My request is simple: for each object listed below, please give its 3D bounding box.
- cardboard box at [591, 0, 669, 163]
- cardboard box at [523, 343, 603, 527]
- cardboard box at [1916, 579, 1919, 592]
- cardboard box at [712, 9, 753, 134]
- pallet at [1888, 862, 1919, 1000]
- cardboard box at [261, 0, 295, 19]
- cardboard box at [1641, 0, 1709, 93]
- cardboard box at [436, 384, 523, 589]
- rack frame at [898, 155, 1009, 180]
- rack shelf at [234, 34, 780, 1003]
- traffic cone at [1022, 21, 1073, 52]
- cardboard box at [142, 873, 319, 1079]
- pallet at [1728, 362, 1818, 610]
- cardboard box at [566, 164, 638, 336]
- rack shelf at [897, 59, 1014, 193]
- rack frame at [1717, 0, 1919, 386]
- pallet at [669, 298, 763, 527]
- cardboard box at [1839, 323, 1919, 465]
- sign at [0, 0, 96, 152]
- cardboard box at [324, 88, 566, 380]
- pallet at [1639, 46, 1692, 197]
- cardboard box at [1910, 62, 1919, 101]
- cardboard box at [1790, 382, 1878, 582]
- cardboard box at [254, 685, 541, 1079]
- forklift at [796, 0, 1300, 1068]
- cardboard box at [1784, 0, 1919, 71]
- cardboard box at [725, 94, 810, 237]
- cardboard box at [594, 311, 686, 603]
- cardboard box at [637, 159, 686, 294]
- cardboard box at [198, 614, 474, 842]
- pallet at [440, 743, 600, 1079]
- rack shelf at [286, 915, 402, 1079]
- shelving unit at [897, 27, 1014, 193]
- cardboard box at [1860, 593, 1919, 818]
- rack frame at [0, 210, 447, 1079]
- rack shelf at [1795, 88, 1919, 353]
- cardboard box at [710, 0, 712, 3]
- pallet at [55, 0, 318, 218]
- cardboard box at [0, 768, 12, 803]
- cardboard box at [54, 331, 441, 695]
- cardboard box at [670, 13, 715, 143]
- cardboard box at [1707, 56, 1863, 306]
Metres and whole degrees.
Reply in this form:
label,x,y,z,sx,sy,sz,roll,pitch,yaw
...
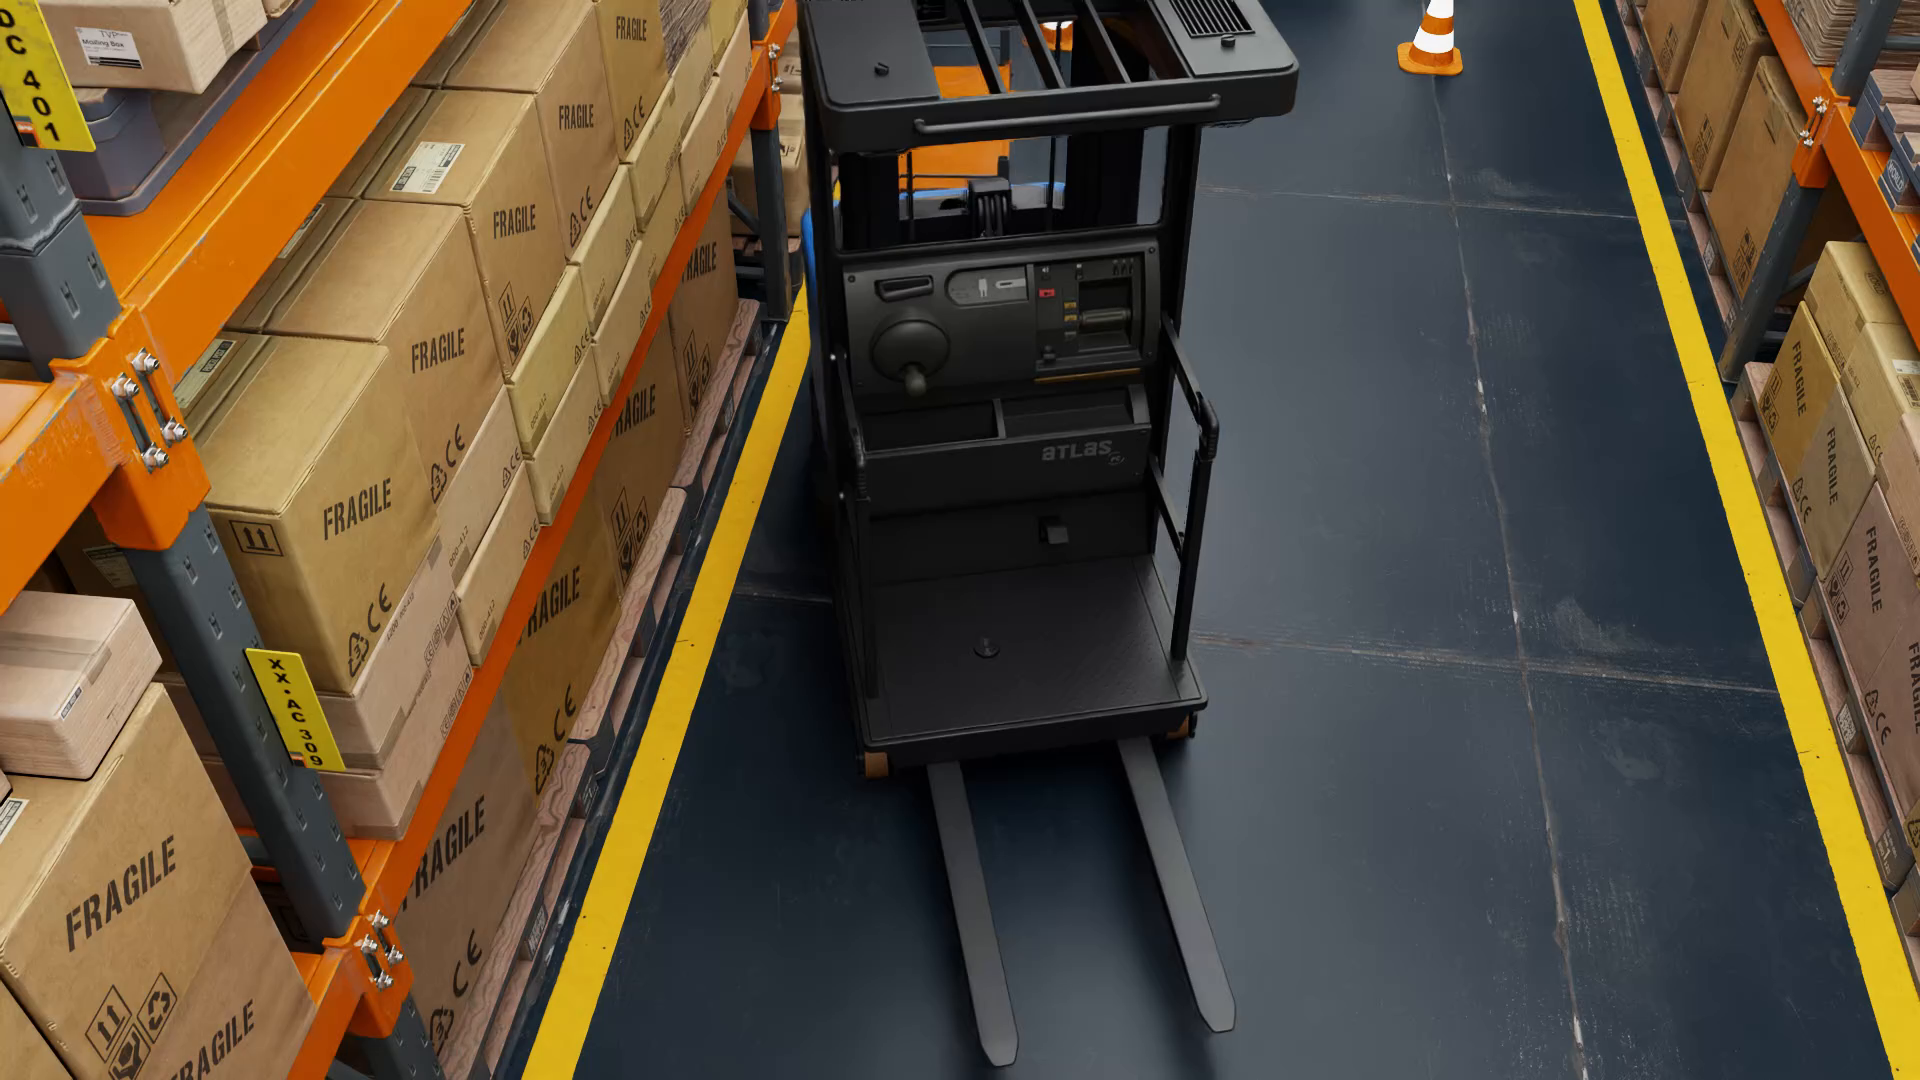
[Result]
label,x,y,z,sx,sy,sz,roll,pitch,yaw
cardboard box,-1.177,-1.452,4.802,0.500,0.500,0.500,5,44,6
cardboard box,-1.295,-0.313,4.508,0.500,0.250,0.500,5,44,5
cardboard box,3.140,0.232,4.791,0.500,0.250,0.500,3,44,4
cardboard box,-1.046,-1.694,5.967,0.500,0.250,0.500,4,44,4
pallet,3.256,1.472,4.542,1.003,0.211,1.213,5,44,6
cardboard box,-1.361,-1.243,2.821,0.500,0.500,0.500,5,44,5
cardboard box,4.088,-2.709,8.260,1.050,0.750,0.750,5,44,6
cardboard box,-1.386,-0.150,3.972,0.500,0.250,0.500,6,44,6
rack frame,-0.070,-0.999,6.487,0.500,1.125,0.032,1,43,1
rack shelf,-1.501,-0.493,5.112,1.077,0.370,4.000,5,44,6
traffic cone,0.516,-2.949,9.028,0.336,0.463,0.334,5,44,6
cardboard box,-1.573,0.912,3.032,0.500,0.500,0.500,6,44,6
pallet,3.579,-0.191,6.298,1.003,0.211,1.213,5,44,6
cardboard box,-1.229,-0.836,4.697,0.500,0.250,0.500,4,44,4
rack shelf,-0.057,-1.561,6.655,0.538,0.278,1.000,1,43,1
rack frame,3.684,-1.736,5.902,1.000,3.000,0.127,5,44,6
pallet,-1.415,-0.574,6.703,1.003,0.211,1.213,5,44,6
cardboard box,3.285,-0.459,5.521,0.500,0.250,0.500,5,44,5
sign,-1.215,-0.647,2.136,0.100,0.325,0.005,5,44,6
cardboard box,-1.314,-0.755,4.065,0.500,0.500,0.500,4,44,4
pallet,4.026,-2.083,8.296,1.003,0.211,1.213,5,44,6
cardboard box,3.424,-1.510,5.541,0.380,0.149,0.250,5,44,5
cardboard box,3.274,-0.179,5.770,0.500,0.500,0.500,6,44,6
cardboard box,-1.763,0.798,4.465,0.875,0.875,0.875,6,44,7
forklift,0.167,-0.560,4.709,1.130,2.935,3.031,-7,44,-7
cardboard box,3.477,-2.103,6.217,0.500,0.500,0.500,5,44,6
cardboard box,-1.152,-1.699,7.469,0.950,0.372,0.625,3,43,3
cardboard box,-1.532,-0.427,5.759,0.875,0.875,0.875,6,44,6
cardboard box,-1.180,-1.003,5.237,0.500,0.250,0.500,5,44,5
cardboard box,-1.445,0.388,3.768,0.500,0.250,0.500,4,44,5
pallet,-1.738,1.089,4.946,1.003,0.211,1.213,5,44,6
rack shelf,-2.030,2.233,2.233,1.077,0.370,4.000,5,44,6
shelving unit,-0.057,-1.348,6.856,0.538,1.125,1.048,1,43,1
cardboard box,3.143,0.519,5.032,0.500,0.500,0.500,4,44,5
rack frame,-1.765,0.609,3.425,1.000,3.000,0.127,5,44,6
rack shelf,3.419,-0.112,4.709,1.077,0.370,4.000,5,44,6
cardboard box,-1.046,-2.140,5.529,0.500,0.500,0.500,4,44,4
pallet,-1.693,-1.040,3.124,0.805,0.209,1.217,4,44,4
cardboard box,-1.633,0.383,2.392,0.380,0.149,0.250,6,44,7
cardboard box,-1.422,-0.064,3.336,0.500,0.500,0.500,6,44,6
cardboard box,-1.113,-1.541,5.441,0.500,0.250,0.500,4,44,4
cardboard box,3.853,-1.478,6.960,1.050,0.750,0.750,5,44,5
